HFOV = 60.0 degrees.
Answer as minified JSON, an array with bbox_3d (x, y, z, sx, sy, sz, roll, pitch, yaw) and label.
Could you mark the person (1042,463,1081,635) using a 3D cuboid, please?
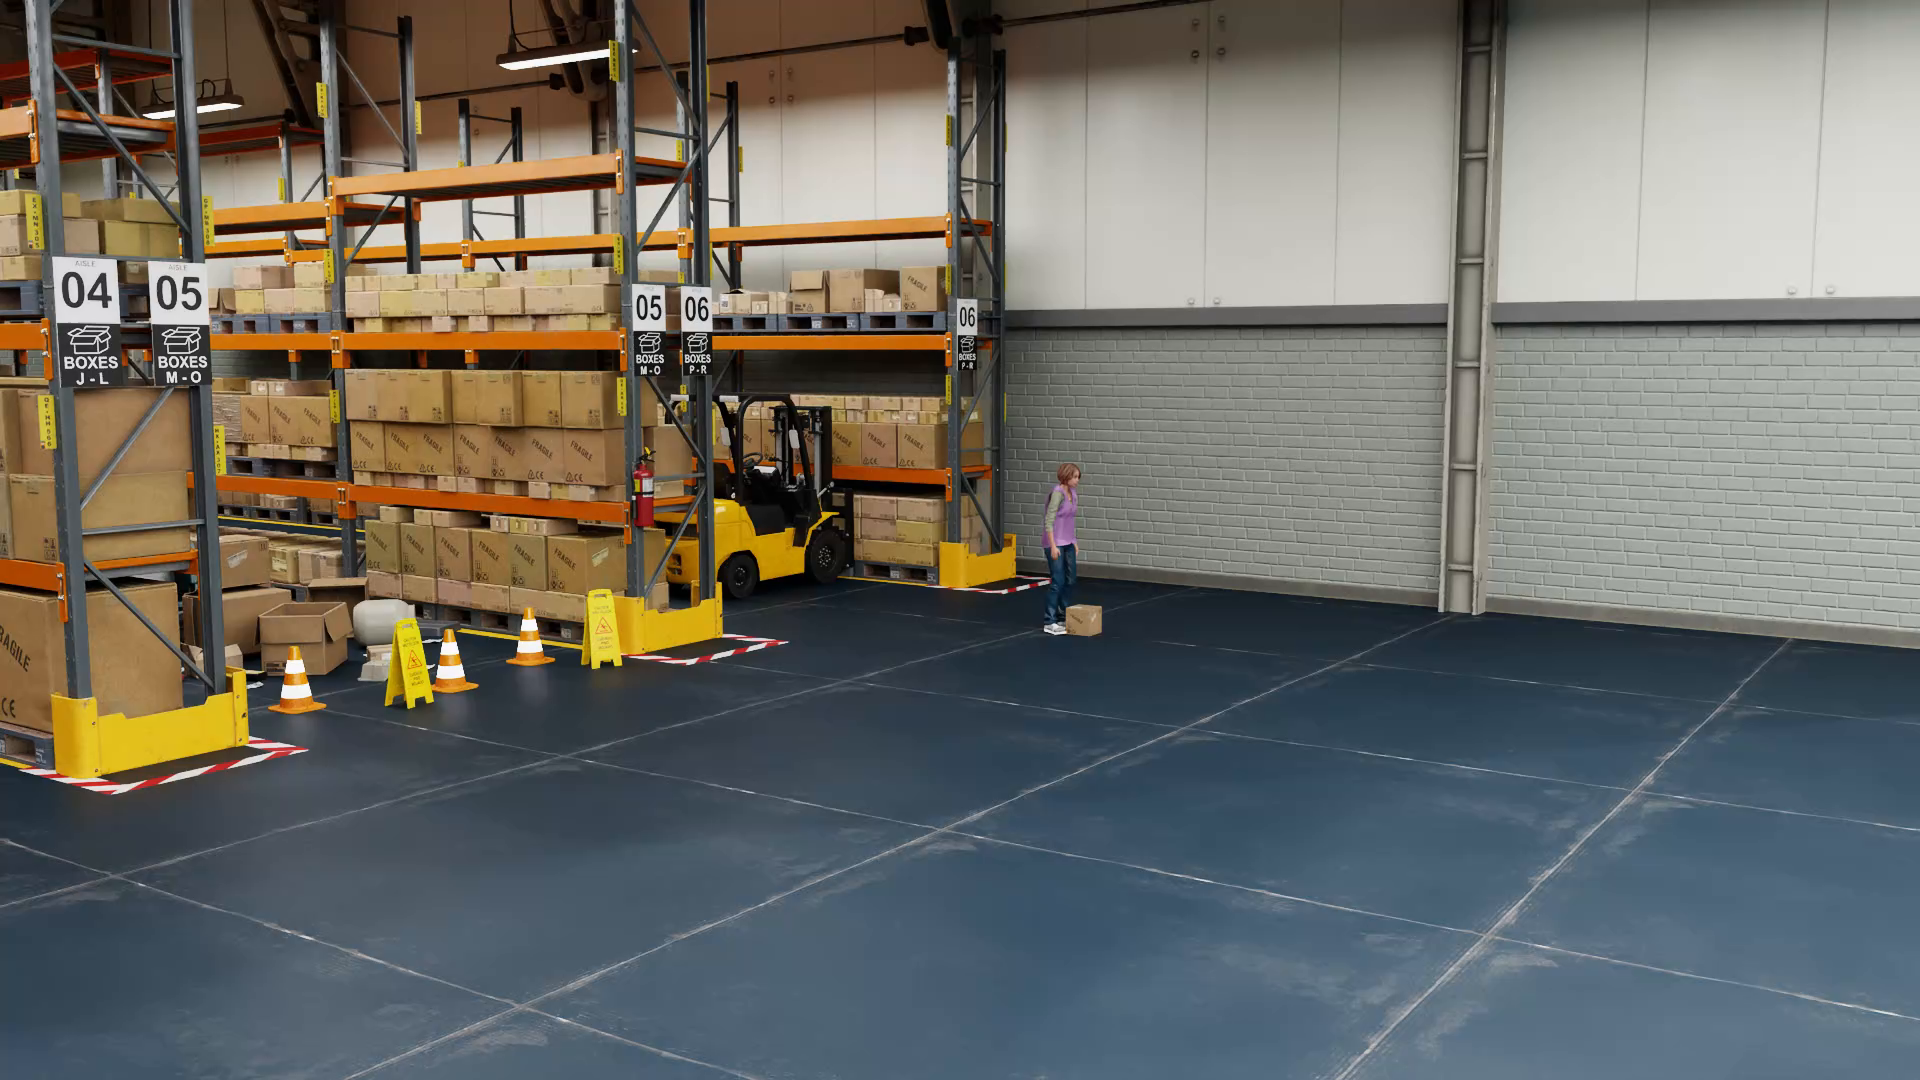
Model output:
[{"bbox_3d":[0.953,0.070,15.587,0.346,1.592,0.455,4,8,33],"label":"person"}]
